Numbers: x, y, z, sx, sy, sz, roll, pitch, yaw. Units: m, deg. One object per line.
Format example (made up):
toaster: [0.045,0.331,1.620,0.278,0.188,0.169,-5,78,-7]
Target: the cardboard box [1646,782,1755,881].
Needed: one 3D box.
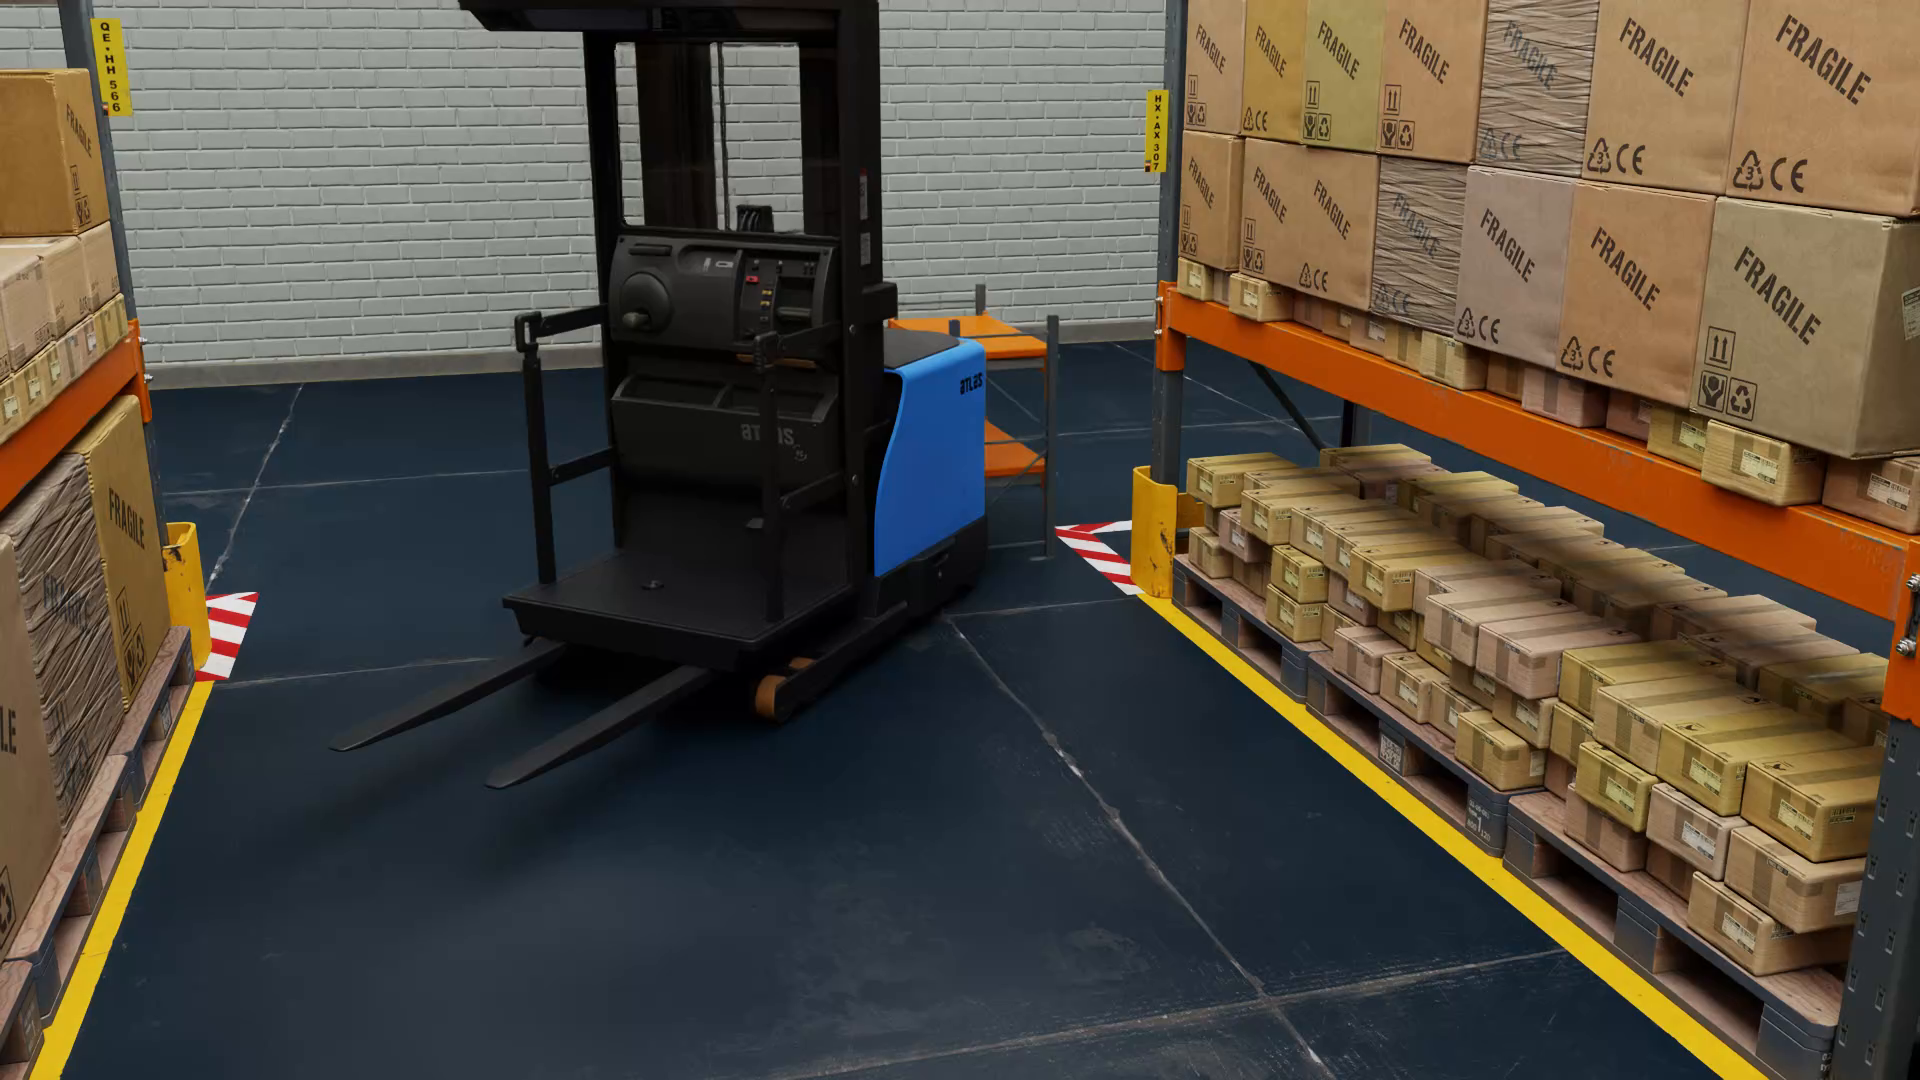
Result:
cardboard box: [1.948,0.697,4.126,0.380,0.149,0.250,-6,18,-18]

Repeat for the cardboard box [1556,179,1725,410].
cardboard box: [1.880,-0.634,4.159,0.500,0.500,0.500,-5,17,-17]

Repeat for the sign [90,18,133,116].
sign: [-2.944,-1.638,5.767,0.100,0.325,0.005,-5,17,-15]

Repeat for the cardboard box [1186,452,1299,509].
cardboard box: [1.144,-0.244,6.742,0.380,0.149,0.250,-6,18,-18]

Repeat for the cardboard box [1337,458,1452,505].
cardboard box: [1.730,-0.215,6.647,0.380,0.149,0.250,-4,17,-14]

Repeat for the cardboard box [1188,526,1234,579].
cardboard box: [1.163,0.039,6.833,0.380,0.149,0.250,-4,17,-14]

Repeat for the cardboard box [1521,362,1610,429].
cardboard box: [1.780,-0.416,4.561,0.380,0.149,0.250,-5,18,-18]

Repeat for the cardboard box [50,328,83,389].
cardboard box: [-2.847,-0.528,4.931,0.380,0.149,0.250,-4,17,-14]

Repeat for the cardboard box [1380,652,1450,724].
cardboard box: [1.601,0.466,5.412,0.380,0.149,0.250,-5,17,-15]

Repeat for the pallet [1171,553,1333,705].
pallet: [1.537,0.289,6.624,1.003,0.211,1.213,-5,17,-15]

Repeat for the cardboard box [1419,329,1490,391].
cardboard box: [1.624,-0.556,5.025,0.380,0.149,0.250,-4,17,-14]

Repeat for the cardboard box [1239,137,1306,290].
cardboard box: [1.356,-1.194,6.020,0.500,0.500,0.500,-5,17,-15]

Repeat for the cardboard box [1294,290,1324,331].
cardboard box: [1.436,-0.853,6.013,0.380,0.149,0.250,-4,17,-13]

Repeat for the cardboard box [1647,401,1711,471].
cardboard box: [1.931,-0.270,4.074,0.380,0.149,0.250,-4,17,-13]

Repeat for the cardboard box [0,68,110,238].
cardboard box: [-3.083,-1.247,5.329,0.500,0.500,0.500,-4,17,-15]

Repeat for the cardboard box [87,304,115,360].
cardboard box: [-2.982,-0.666,5.393,0.380,0.149,0.250,-5,17,-15]

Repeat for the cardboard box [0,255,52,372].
cardboard box: [-2.803,-0.607,4.504,0.500,0.250,0.500,-5,18,-17]

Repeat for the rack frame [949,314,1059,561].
rack frame: [0.193,-0.436,7.447,0.500,1.125,0.032,-5,17,-17]

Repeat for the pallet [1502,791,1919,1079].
pallet: [2.207,0.964,4.377,1.003,0.211,1.213,-5,17,-15]

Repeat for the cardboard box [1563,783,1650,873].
cardboard box: [1.865,0.747,4.475,0.380,0.149,0.250,-5,18,-17]

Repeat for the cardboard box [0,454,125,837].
cardboard box: [-2.967,0.308,4.677,0.875,0.875,0.875,-5,17,-15]

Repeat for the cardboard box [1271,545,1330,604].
cardboard box: [1.363,0.112,6.073,0.380,0.149,0.250,-4,17,-14]

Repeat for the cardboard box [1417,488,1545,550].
cardboard box: [1.933,-0.077,6.187,0.380,0.149,0.250,-5,18,-17]

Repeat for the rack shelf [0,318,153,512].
rack shelf: [-2.920,-0.033,4.099,1.077,0.370,4.000,-5,17,-15]

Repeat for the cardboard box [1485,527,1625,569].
cardboard box: [2.026,0.074,5.682,0.380,0.149,0.250,-5,18,-17]

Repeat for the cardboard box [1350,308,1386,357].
cardboard box: [1.527,-0.705,5.523,0.380,0.149,0.250,-5,17,-16]

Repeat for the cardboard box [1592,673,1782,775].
cardboard box: [1.894,0.477,4.342,0.380,0.149,0.250,-5,17,-16]

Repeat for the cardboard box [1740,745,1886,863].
cardboard box: [2.078,0.613,3.890,0.380,0.149,0.250,-4,17,-14]

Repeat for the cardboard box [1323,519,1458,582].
cardboard box: [1.496,0.042,5.790,0.380,0.149,0.250,-4,17,-13]

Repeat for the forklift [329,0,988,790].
forklift: [-0.971,-0.908,5.881,1.130,2.935,3.031,8,18,25]

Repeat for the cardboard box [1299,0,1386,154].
cardboard box: [1.461,-1.535,5.418,0.500,0.500,0.500,-5,17,-16]

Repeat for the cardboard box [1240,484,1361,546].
cardboard box: [1.282,-0.098,6.254,0.380,0.149,0.250,-5,17,-15]

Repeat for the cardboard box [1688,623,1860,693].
cardboard box: [2.301,0.362,4.726,0.380,0.149,0.250,-5,17,-17]

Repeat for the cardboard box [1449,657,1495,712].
cardboard box: [1.739,0.403,5.106,0.380,0.149,0.250,-6,18,-18]

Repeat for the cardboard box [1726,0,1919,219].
cardboard box: [2.037,-0.967,3.527,0.500,0.500,0.500,-5,18,-17]

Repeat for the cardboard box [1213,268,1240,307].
cardboard box: [1.210,-0.992,6.478,0.380,0.149,0.250,-4,17,-13]

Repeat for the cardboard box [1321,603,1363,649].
cardboard box: [1.515,0.316,5.913,0.380,0.149,0.250,-5,17,-15]

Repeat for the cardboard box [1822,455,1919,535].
cardboard box: [2.122,-0.129,3.604,0.380,0.149,0.250,-5,17,-16]

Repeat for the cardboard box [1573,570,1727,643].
cardboard box: [2.156,0.216,5.211,0.380,0.149,0.250,-5,18,-18]

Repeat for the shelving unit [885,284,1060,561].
shelving unit: [0.040,-0.575,7.912,0.538,1.125,1.048,-5,17,-17]

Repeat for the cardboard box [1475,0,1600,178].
cardboard box: [1.763,-1.252,4.477,0.500,0.500,0.500,-4,17,-14]

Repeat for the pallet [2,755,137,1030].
pallet: [-2.843,0.956,4.402,1.003,0.211,1.213,-5,17,-15]

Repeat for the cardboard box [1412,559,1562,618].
cardboard box: [1.686,0.180,5.329,0.380,0.149,0.250,-5,17,-15]

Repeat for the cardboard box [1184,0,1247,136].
cardboard box: [1.195,-1.819,6.366,0.500,0.500,0.500,-5,17,-16]

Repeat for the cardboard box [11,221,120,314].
cardboard box: [-3.082,-0.889,5.440,0.500,0.250,0.500,-5,17,-16]

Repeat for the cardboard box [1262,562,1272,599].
cardboard box: [1.388,0.173,6.387,0.380,0.149,0.250,-5,17,-15]

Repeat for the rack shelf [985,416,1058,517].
rack shelf: [0.040,-0.341,7.982,0.538,0.278,1.000,-5,17,-17]

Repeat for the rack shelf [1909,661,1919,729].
rack shelf: [2.976,0.709,1.628,1.077,0.370,4.000,-5,17,-15]

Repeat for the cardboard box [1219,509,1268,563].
cardboard box: [1.245,-0.028,6.540,0.380,0.149,0.250,-5,17,-16]

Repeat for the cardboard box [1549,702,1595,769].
cardboard box: [1.882,0.547,4.625,0.380,0.149,0.250,-5,17,-15]

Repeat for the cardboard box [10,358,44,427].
cardboard box: [-2.702,-0.384,4.454,0.380,0.149,0.250,-5,17,-15]

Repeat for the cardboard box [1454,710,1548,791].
cardboard box: [1.706,0.608,4.941,0.380,0.149,0.250,-5,17,-15]

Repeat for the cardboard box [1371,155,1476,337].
cardboard box: [1.625,-0.917,5.098,0.500,0.500,0.500,-5,17,-17]

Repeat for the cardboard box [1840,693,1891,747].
cardboard box: [2.512,0.498,4.272,0.380,0.149,0.250,-4,17,-13]

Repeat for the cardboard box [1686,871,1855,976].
cardboard box: [1.991,0.894,3.988,0.380,0.149,0.250,-4,17,-15]

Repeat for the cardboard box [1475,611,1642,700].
cardboard box: [1.735,0.331,4.827,0.380,0.149,0.250,-6,18,-18]

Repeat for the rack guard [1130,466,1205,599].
rack guard: [1.348,-0.077,7.340,1.175,0.500,0.348,-5,17,-15]

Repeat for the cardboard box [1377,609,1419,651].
cardboard box: [1.642,0.250,5.615,0.380,0.149,0.250,-4,17,-12]

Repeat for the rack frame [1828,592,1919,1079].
rack frame: [2.423,-0.189,3.366,0.949,2.616,0.053,-5,17,-15]
